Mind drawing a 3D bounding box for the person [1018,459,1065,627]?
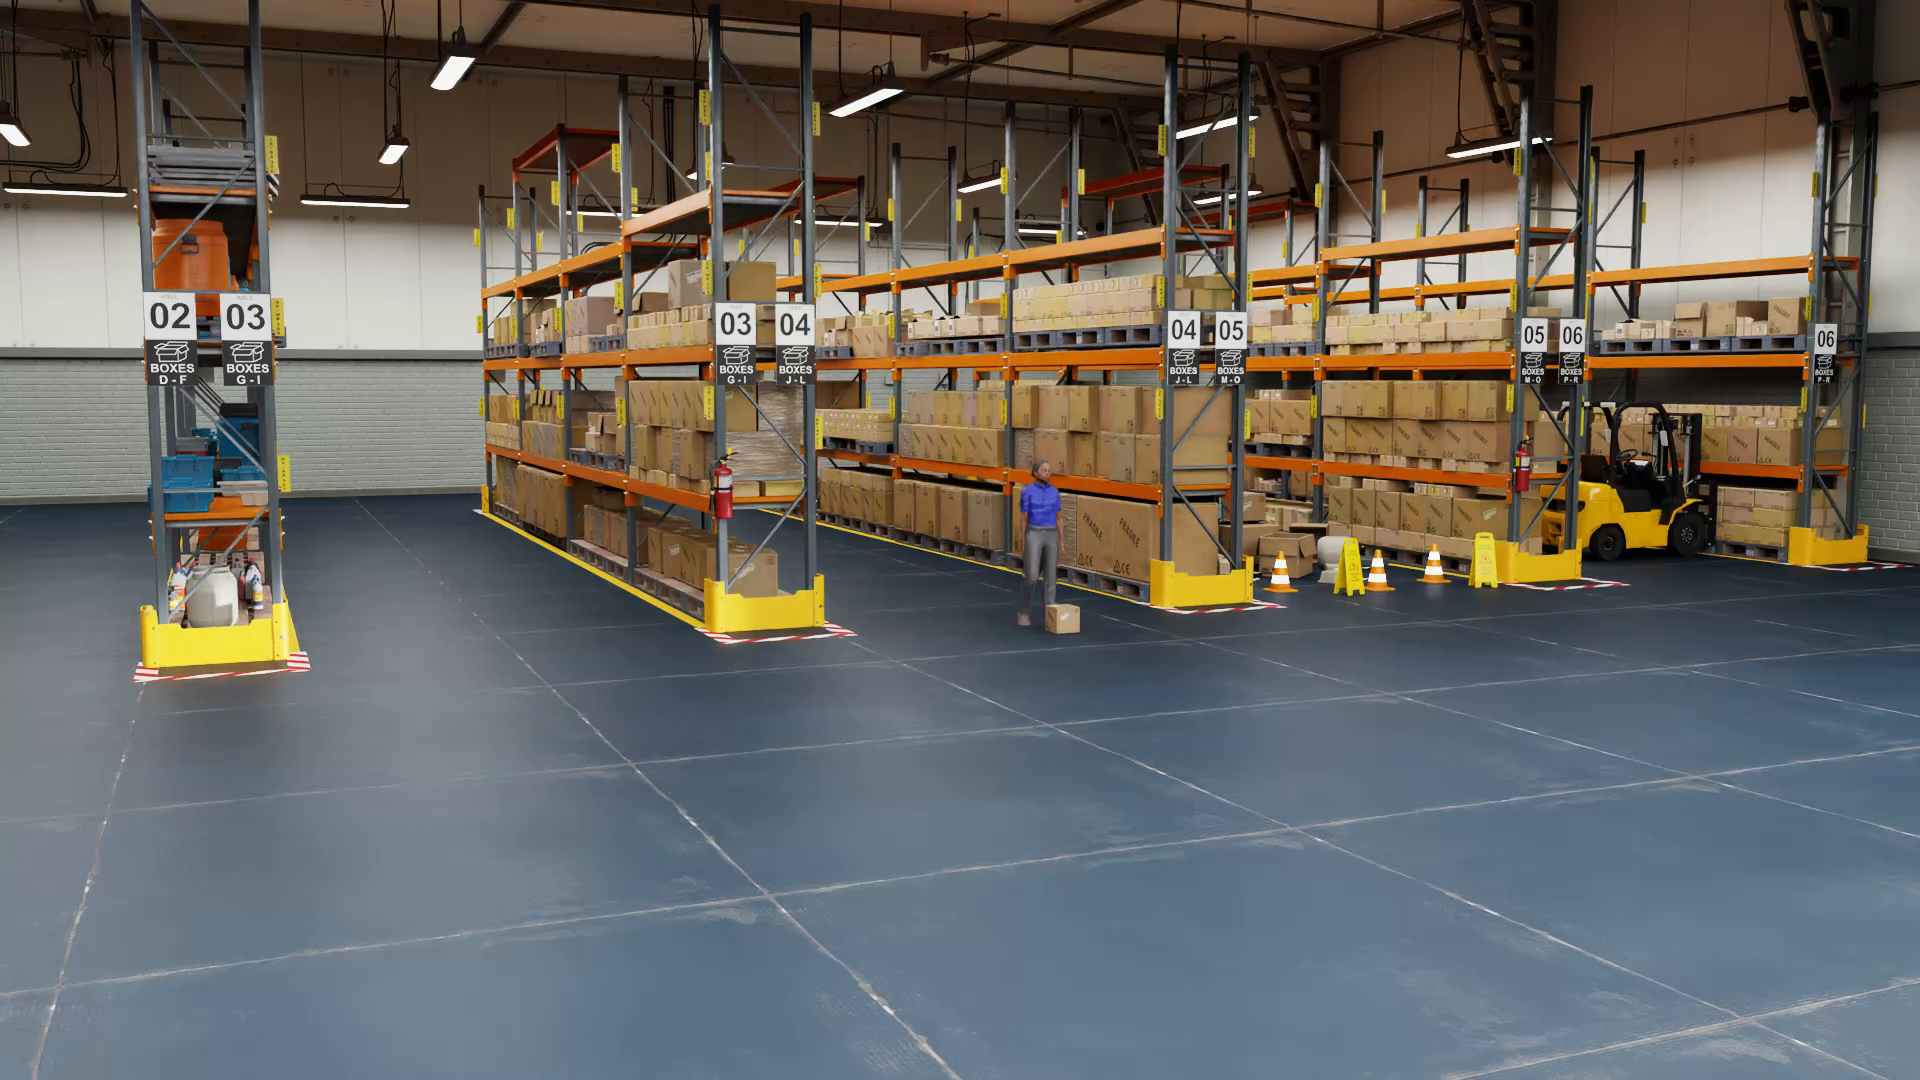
[{"bbox_3d":[0.829,0.054,16.683,0.475,1.726,0.410,-2,6,-23],"label":"person"}]
